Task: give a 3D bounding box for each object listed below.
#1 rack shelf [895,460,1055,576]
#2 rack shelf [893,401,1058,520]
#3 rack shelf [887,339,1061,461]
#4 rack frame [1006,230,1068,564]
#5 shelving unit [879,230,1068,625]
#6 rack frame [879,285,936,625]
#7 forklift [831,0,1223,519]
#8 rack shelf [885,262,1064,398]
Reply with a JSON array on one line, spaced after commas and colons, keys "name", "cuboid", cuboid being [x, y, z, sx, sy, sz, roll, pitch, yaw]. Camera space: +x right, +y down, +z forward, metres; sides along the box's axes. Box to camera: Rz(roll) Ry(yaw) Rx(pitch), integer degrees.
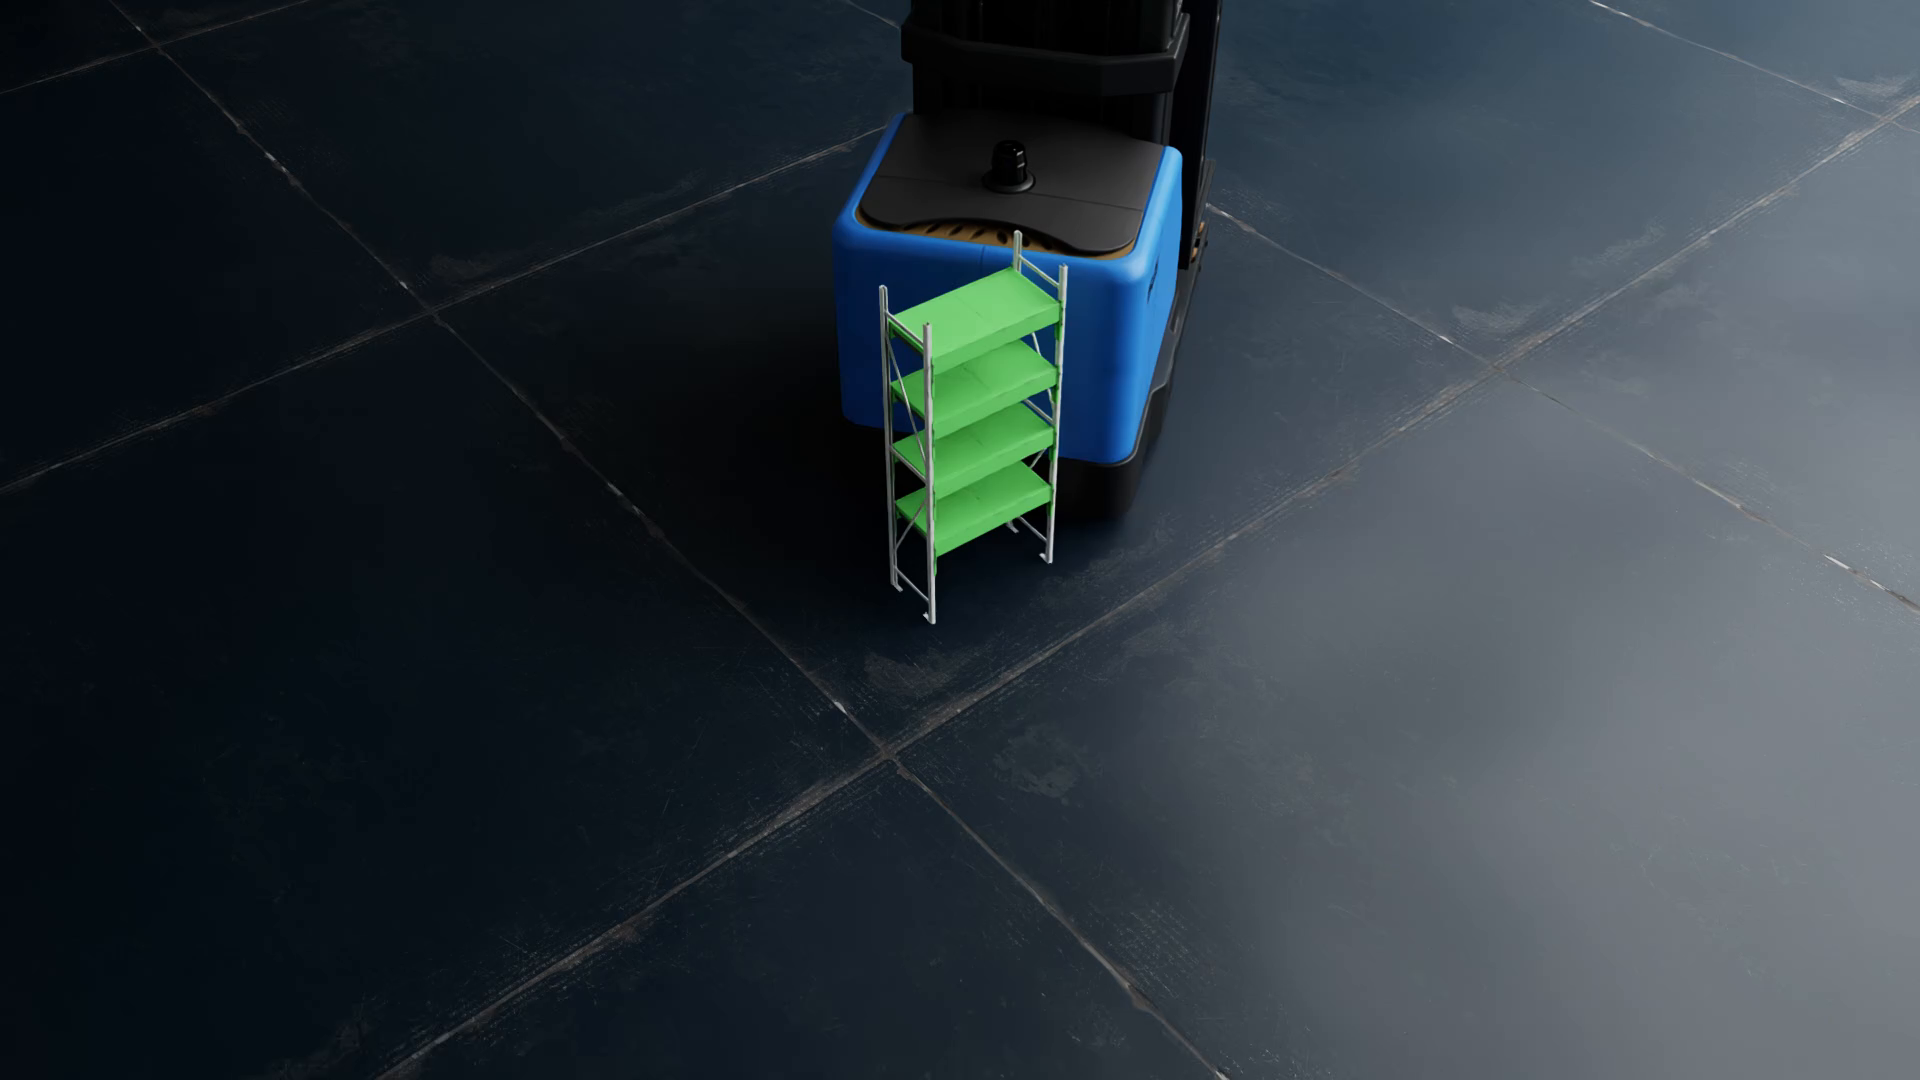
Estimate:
[{"name": "rack shelf", "cuboid": [0.041, -0.103, 5.427, 0.480, 0.148, 0.258, -26, 49, -25]}, {"name": "rack shelf", "cuboid": [0.041, -0.278, 5.263, 0.480, 0.148, 0.258, -26, 49, -25]}, {"name": "rack shelf", "cuboid": [0.041, -0.453, 5.099, 0.480, 0.148, 0.258, -26, 49, -25]}, {"name": "rack frame", "cuboid": [0.238, -0.423, 5.324, 0.015, 1.200, 0.240, -26, 49, -25]}, {"name": "shelving unit", "cuboid": [0.041, -0.325, 5.219, 0.503, 1.200, 0.258, -26, 49, -25]}, {"name": "rack frame", "cuboid": [-0.157, -0.226, 5.115, 0.015, 1.200, 0.240, -26, 49, -25]}, {"name": "forklift", "cuboid": [0.425, -2.164, 5.913, 1.130, 2.935, 3.031, 10, 44, 10]}, {"name": "rack shelf", "cuboid": [0.041, -0.628, 4.934, 0.480, 0.148, 0.258, -26, 49, -25]}]
